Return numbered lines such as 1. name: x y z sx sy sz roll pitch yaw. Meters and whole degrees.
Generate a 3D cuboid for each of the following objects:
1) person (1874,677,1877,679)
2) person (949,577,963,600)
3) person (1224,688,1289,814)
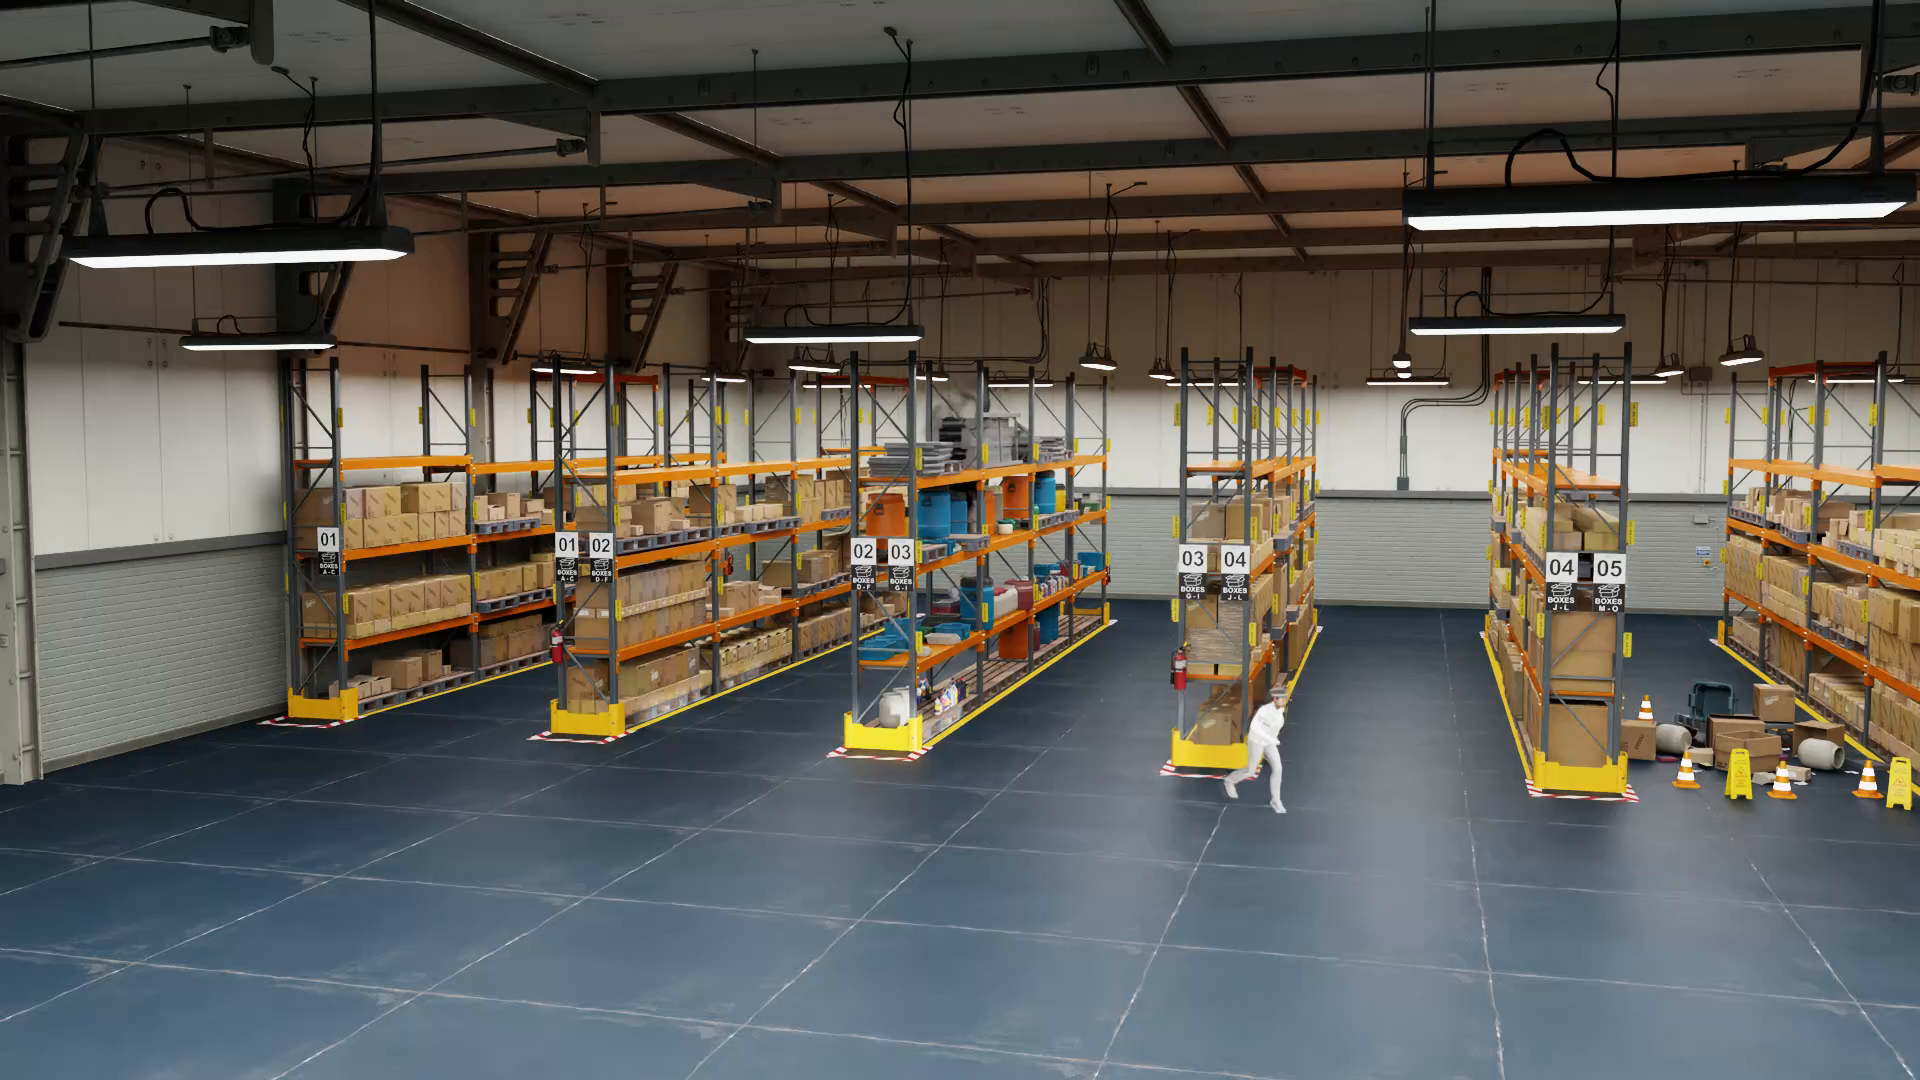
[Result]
1. person: 17.347 1.876 31.384 0.566 1.639 0.489 1 4 11
2. person: 0.023 1.585 35.661 0.615 1.602 0.707 1 4 14
3. person: 3.820 2.657 21.379 0.983 1.628 0.655 4 6 44
